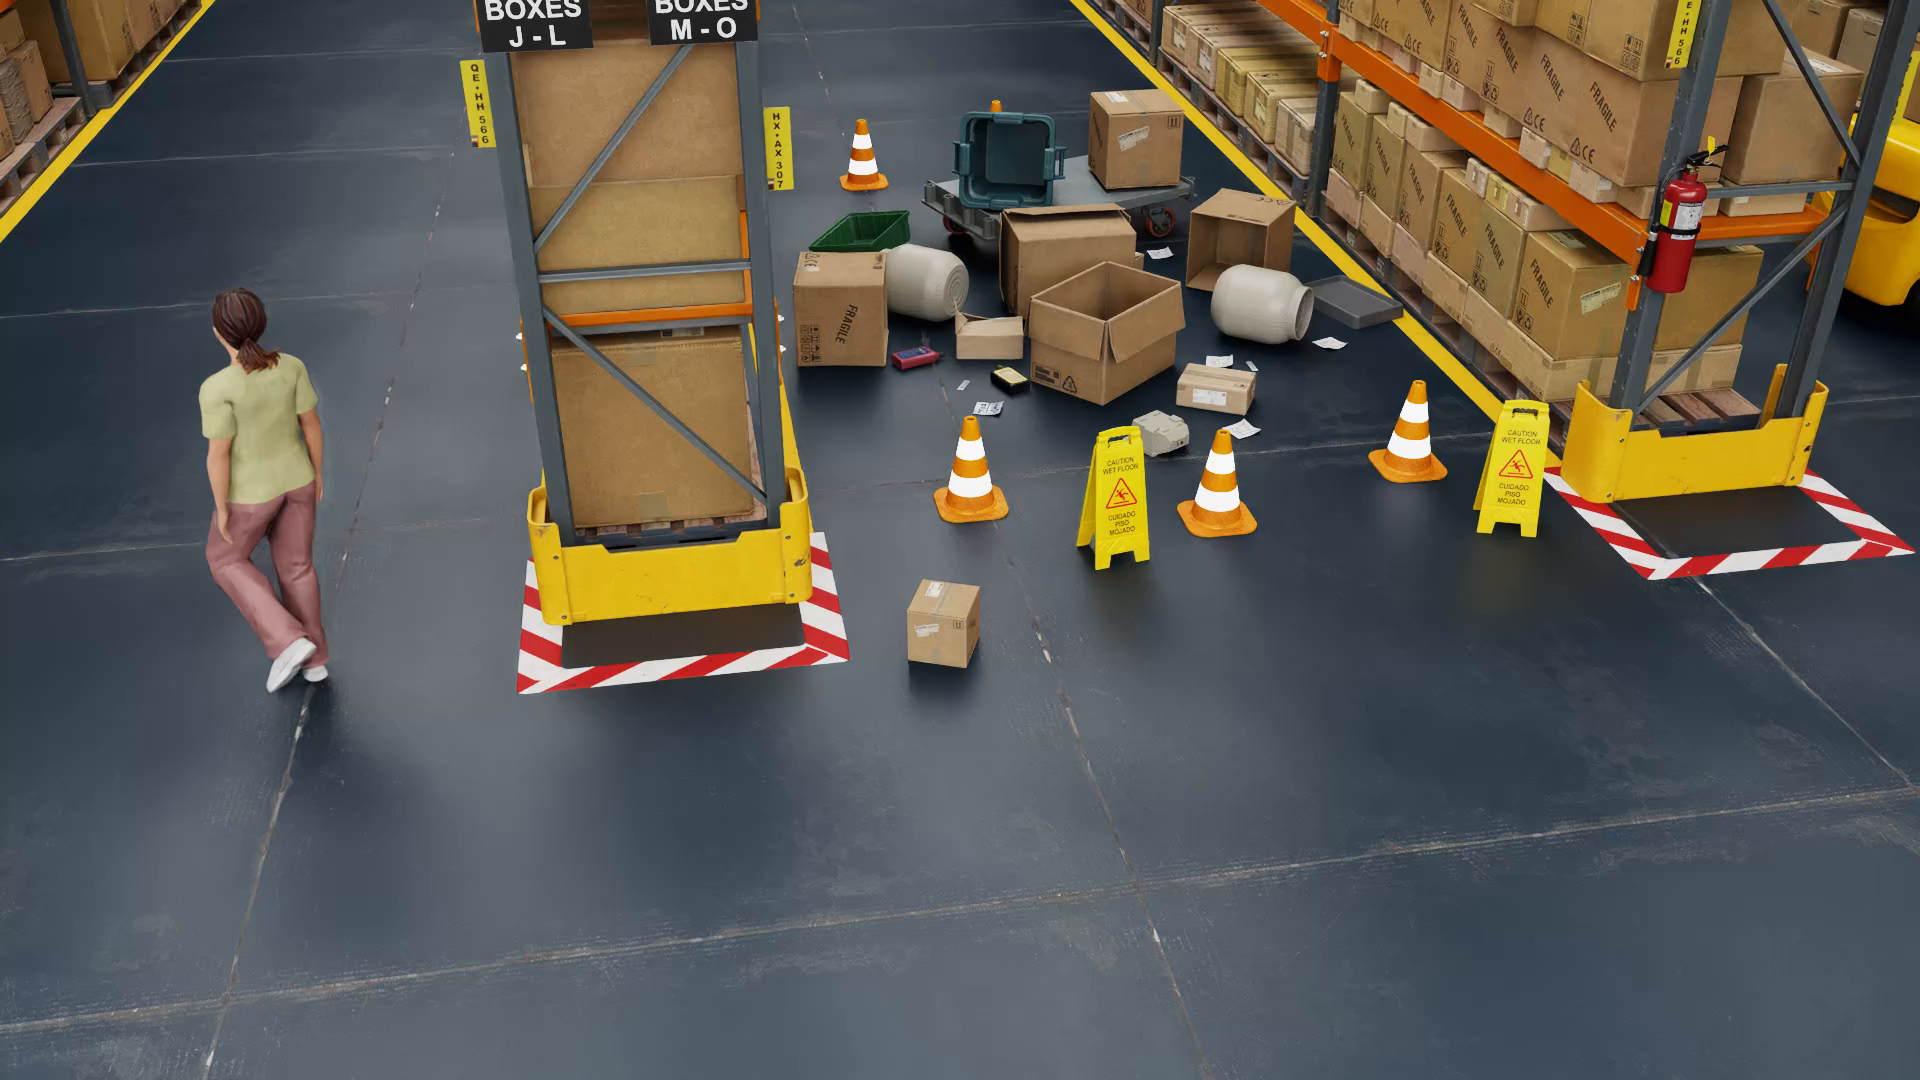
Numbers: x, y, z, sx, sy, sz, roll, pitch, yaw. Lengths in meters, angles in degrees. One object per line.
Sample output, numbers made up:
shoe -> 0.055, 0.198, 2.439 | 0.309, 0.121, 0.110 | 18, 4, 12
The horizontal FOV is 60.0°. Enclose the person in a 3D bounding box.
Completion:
person -> -2.662, -0.143, 6.432 | 0.471, 1.553, 0.475 | 24, 38, 34
